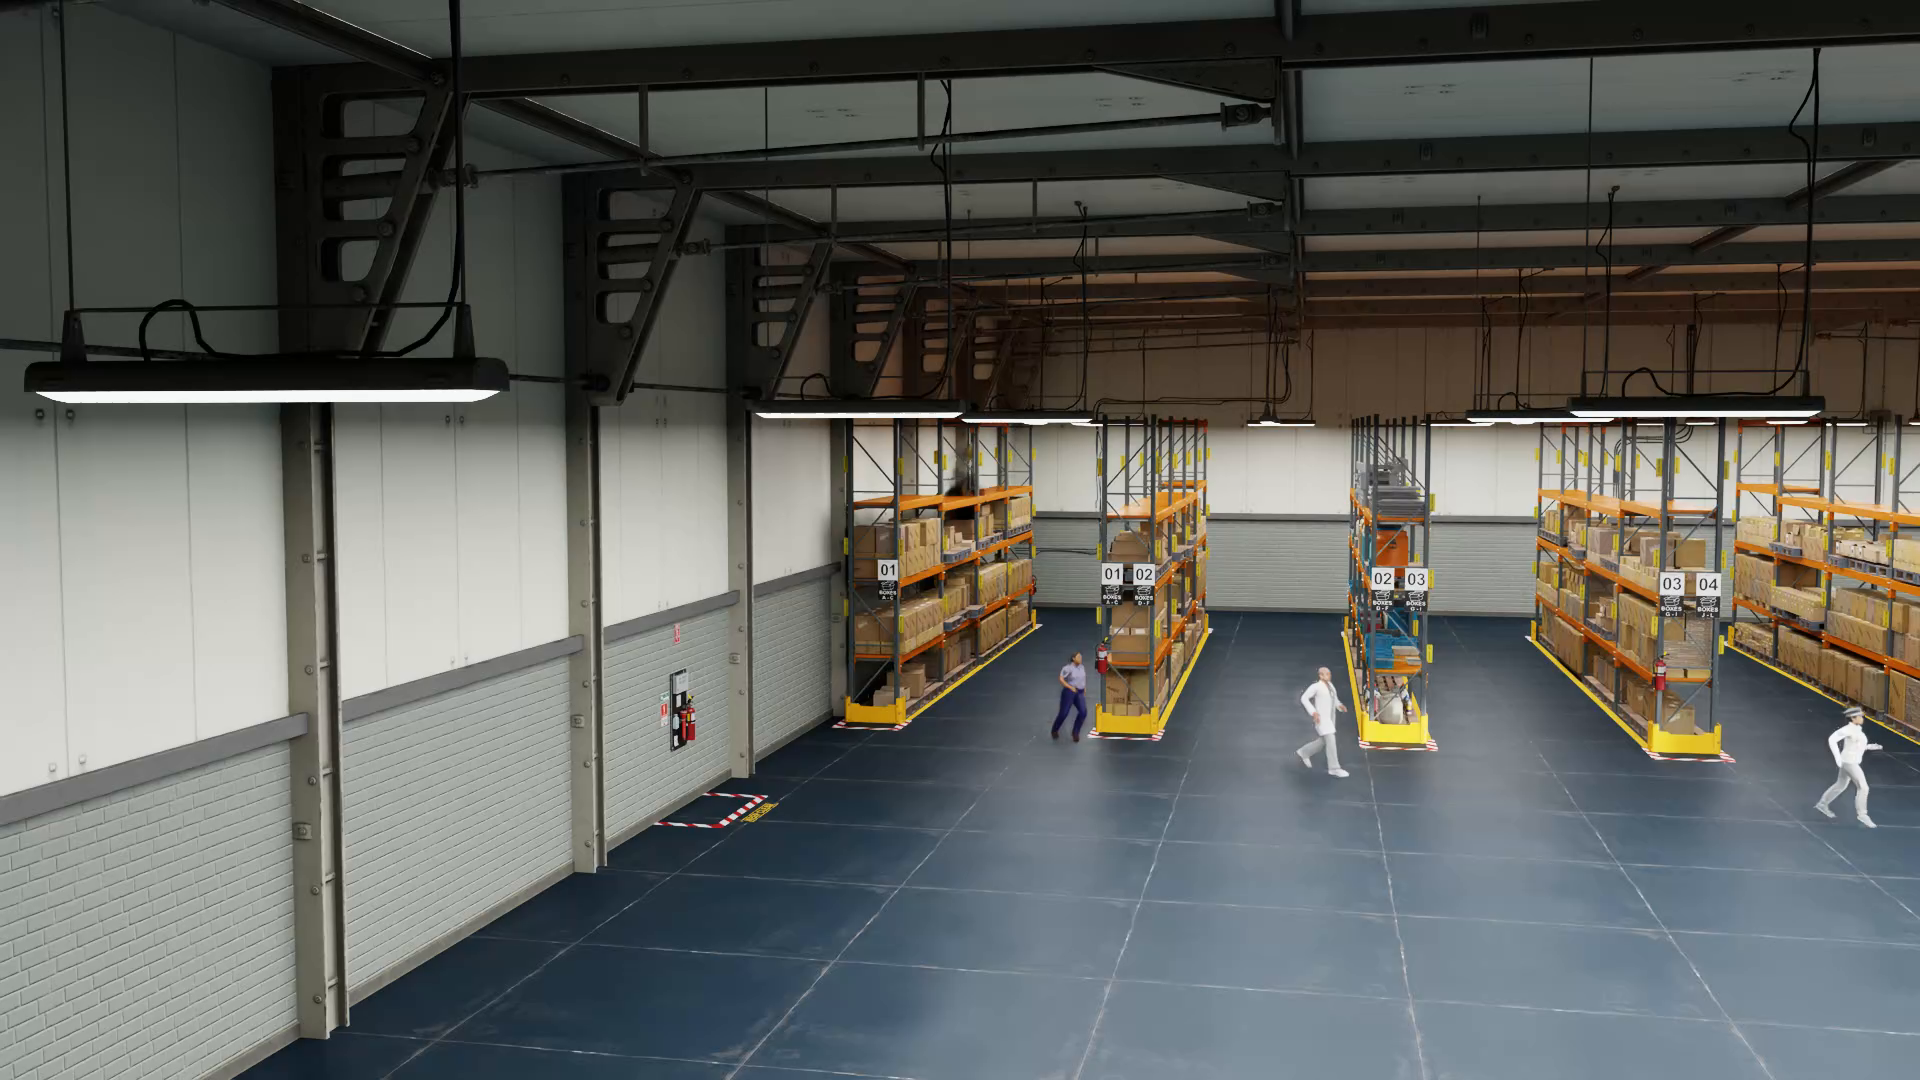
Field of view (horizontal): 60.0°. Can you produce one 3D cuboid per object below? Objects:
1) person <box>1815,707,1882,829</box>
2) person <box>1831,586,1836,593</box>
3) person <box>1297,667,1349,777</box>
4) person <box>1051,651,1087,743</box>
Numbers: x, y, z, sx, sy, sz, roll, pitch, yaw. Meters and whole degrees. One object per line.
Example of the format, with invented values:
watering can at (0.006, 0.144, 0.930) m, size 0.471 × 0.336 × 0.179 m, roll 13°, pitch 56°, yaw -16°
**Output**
person at (12.874, 3.263, 24.097) m, size 0.848 × 1.739 × 0.580 m, roll 3°, pitch 5°, yaw 37°
person at (22.180, 2.040, 42.349) m, size 0.731 × 1.745 × 0.559 m, roll 1°, pitch 4°, yaw 12°
person at (6.011, 2.983, 27.543) m, size 1.033 × 1.762 × 0.728 m, roll 4°, pitch 5°, yaw 43°
person at (2.086, 2.886, 30.677) m, size 0.693 × 1.669 × 0.686 m, roll -2°, pitch 4°, yaw -29°
